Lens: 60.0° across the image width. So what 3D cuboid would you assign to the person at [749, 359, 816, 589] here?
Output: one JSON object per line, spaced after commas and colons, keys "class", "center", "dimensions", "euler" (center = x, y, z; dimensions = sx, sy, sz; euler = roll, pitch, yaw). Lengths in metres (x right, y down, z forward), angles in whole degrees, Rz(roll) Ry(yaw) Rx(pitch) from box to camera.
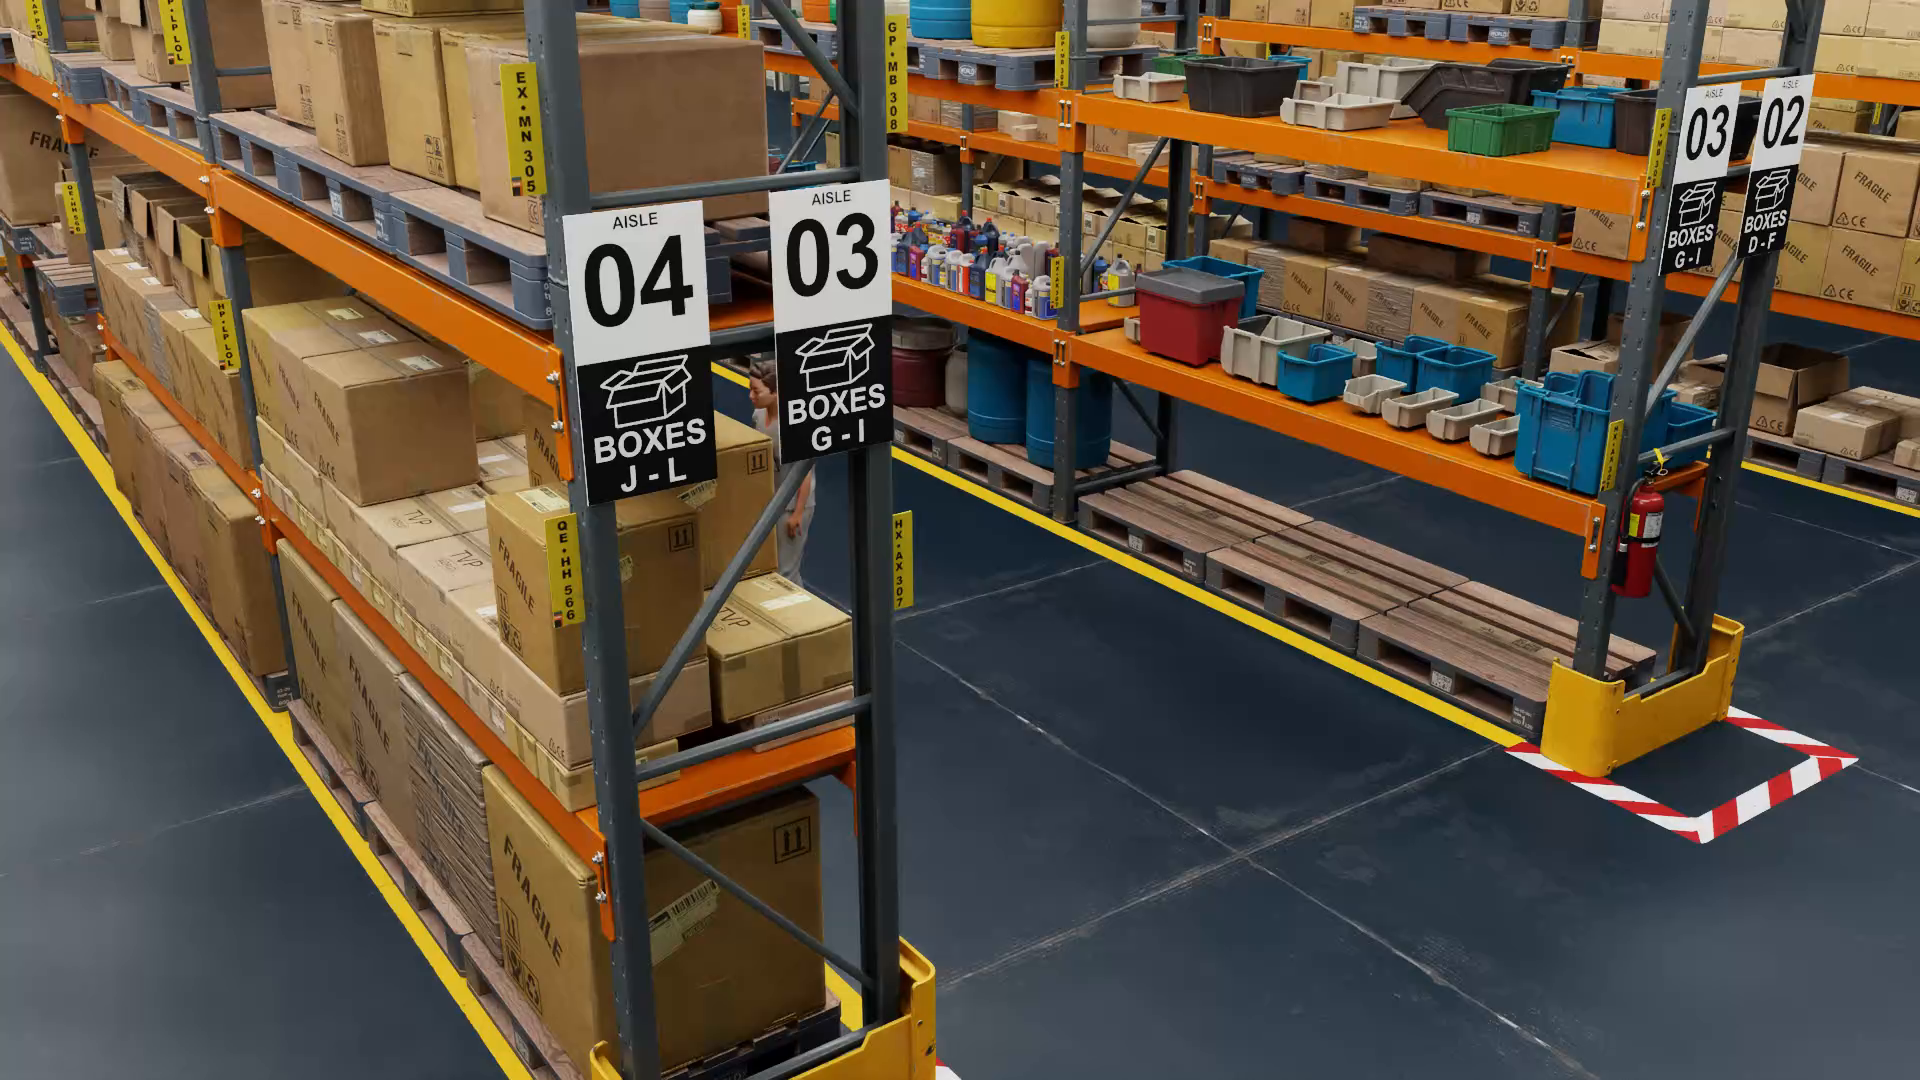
{"class": "person", "center": [-0.995, -0.176, 9.035], "dimensions": [0.404, 1.673, 0.491], "euler": [-15, 26, -33]}
